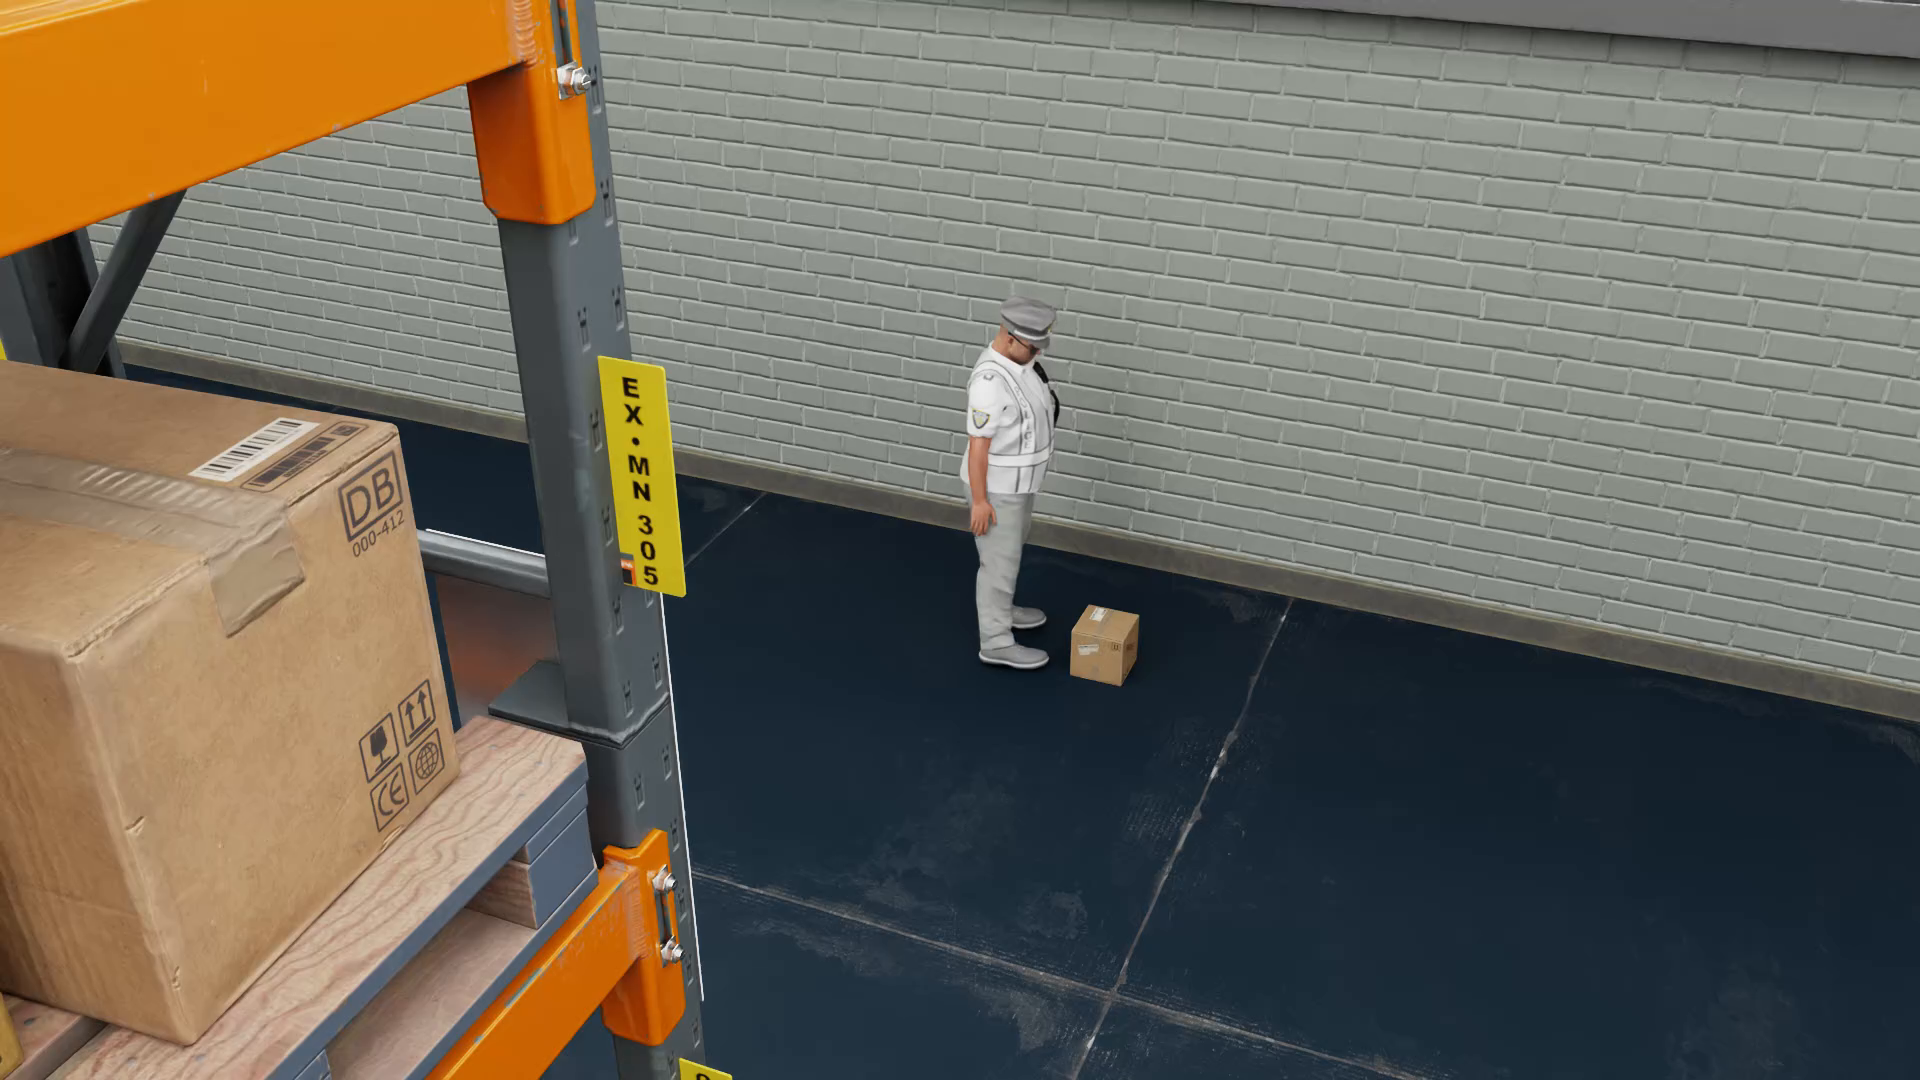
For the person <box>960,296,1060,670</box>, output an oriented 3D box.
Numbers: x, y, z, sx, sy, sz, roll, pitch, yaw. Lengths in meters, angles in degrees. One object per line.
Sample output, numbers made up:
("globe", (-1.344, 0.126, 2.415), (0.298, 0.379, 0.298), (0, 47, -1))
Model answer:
("person", (0.239, -0.266, 7.562), (0.453, 1.738, 0.560), (9, 31, 15))
